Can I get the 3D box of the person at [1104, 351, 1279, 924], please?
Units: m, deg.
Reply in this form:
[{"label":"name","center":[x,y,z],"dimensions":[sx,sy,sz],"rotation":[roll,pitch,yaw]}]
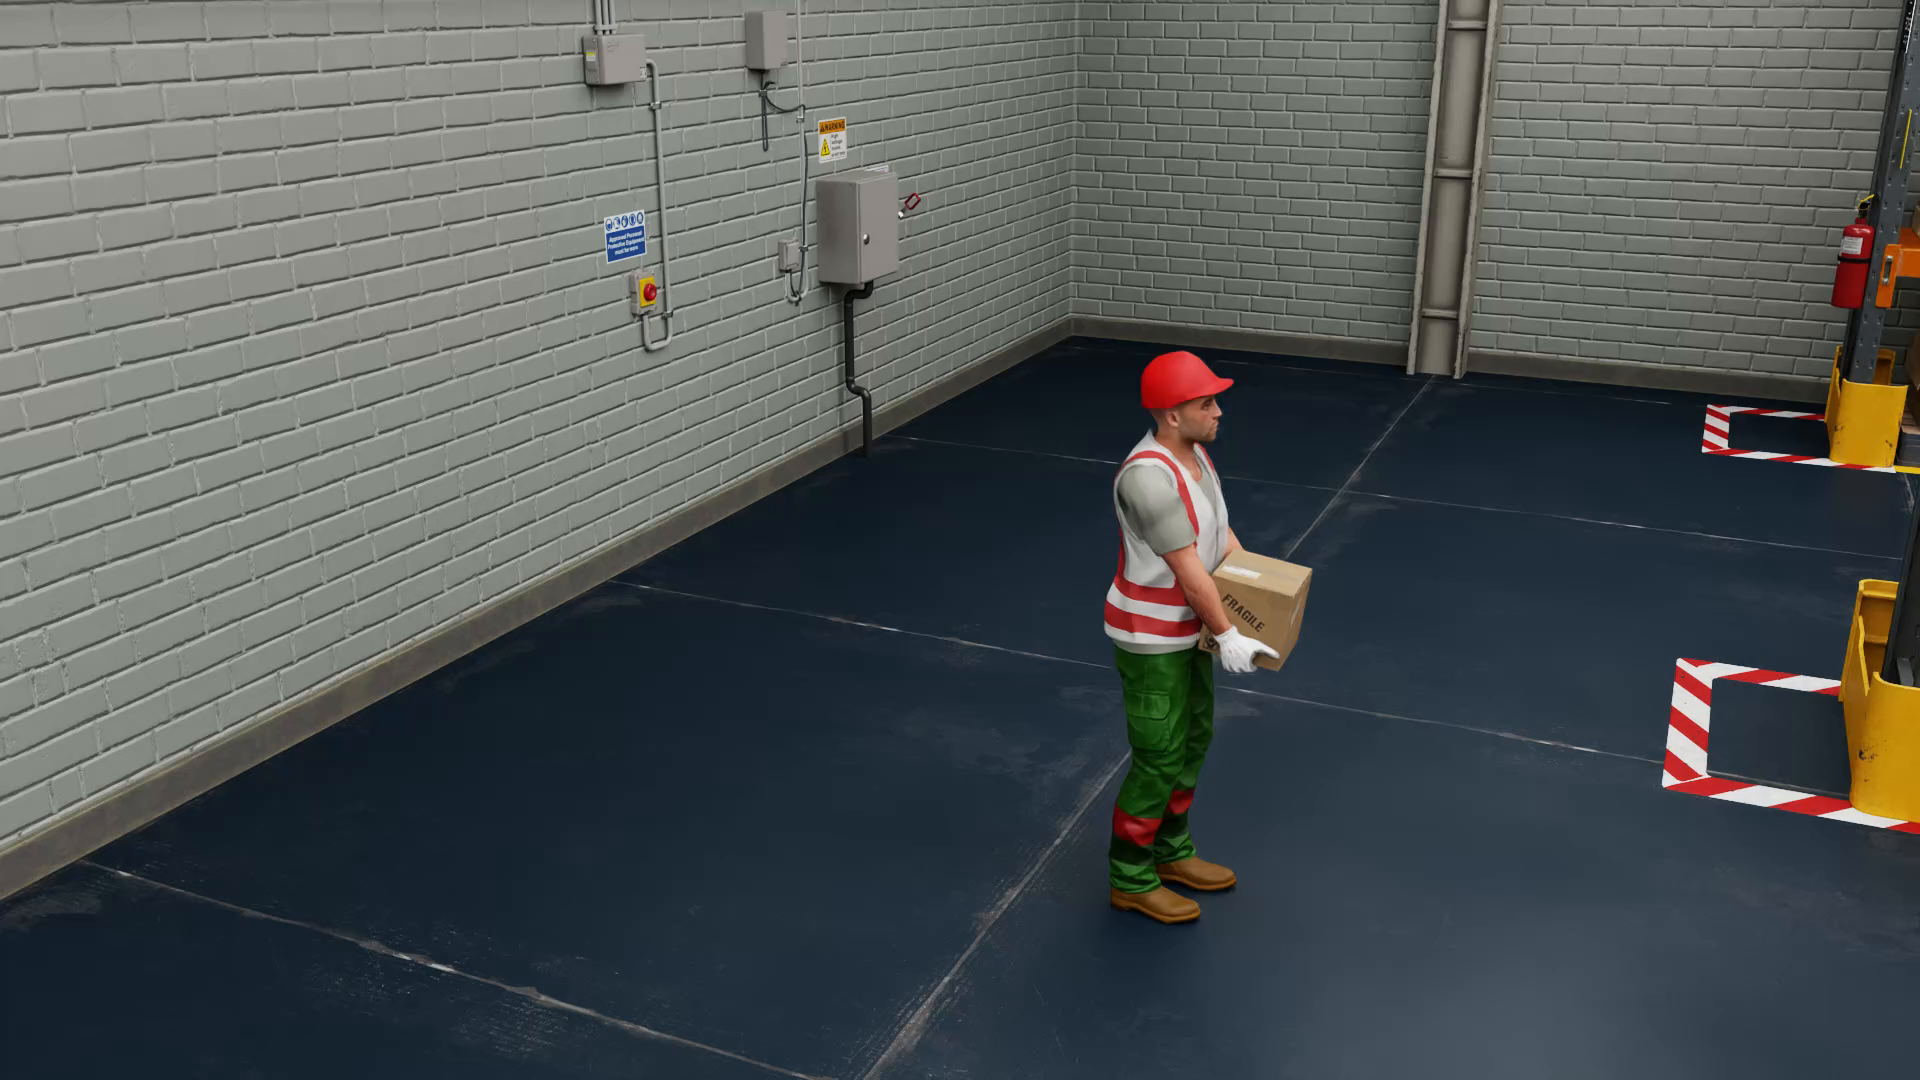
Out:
[{"label":"person","center":[0.738,0.307,5.127],"dimensions":[0.563,1.787,0.495],"rotation":[8,20,22]}]
